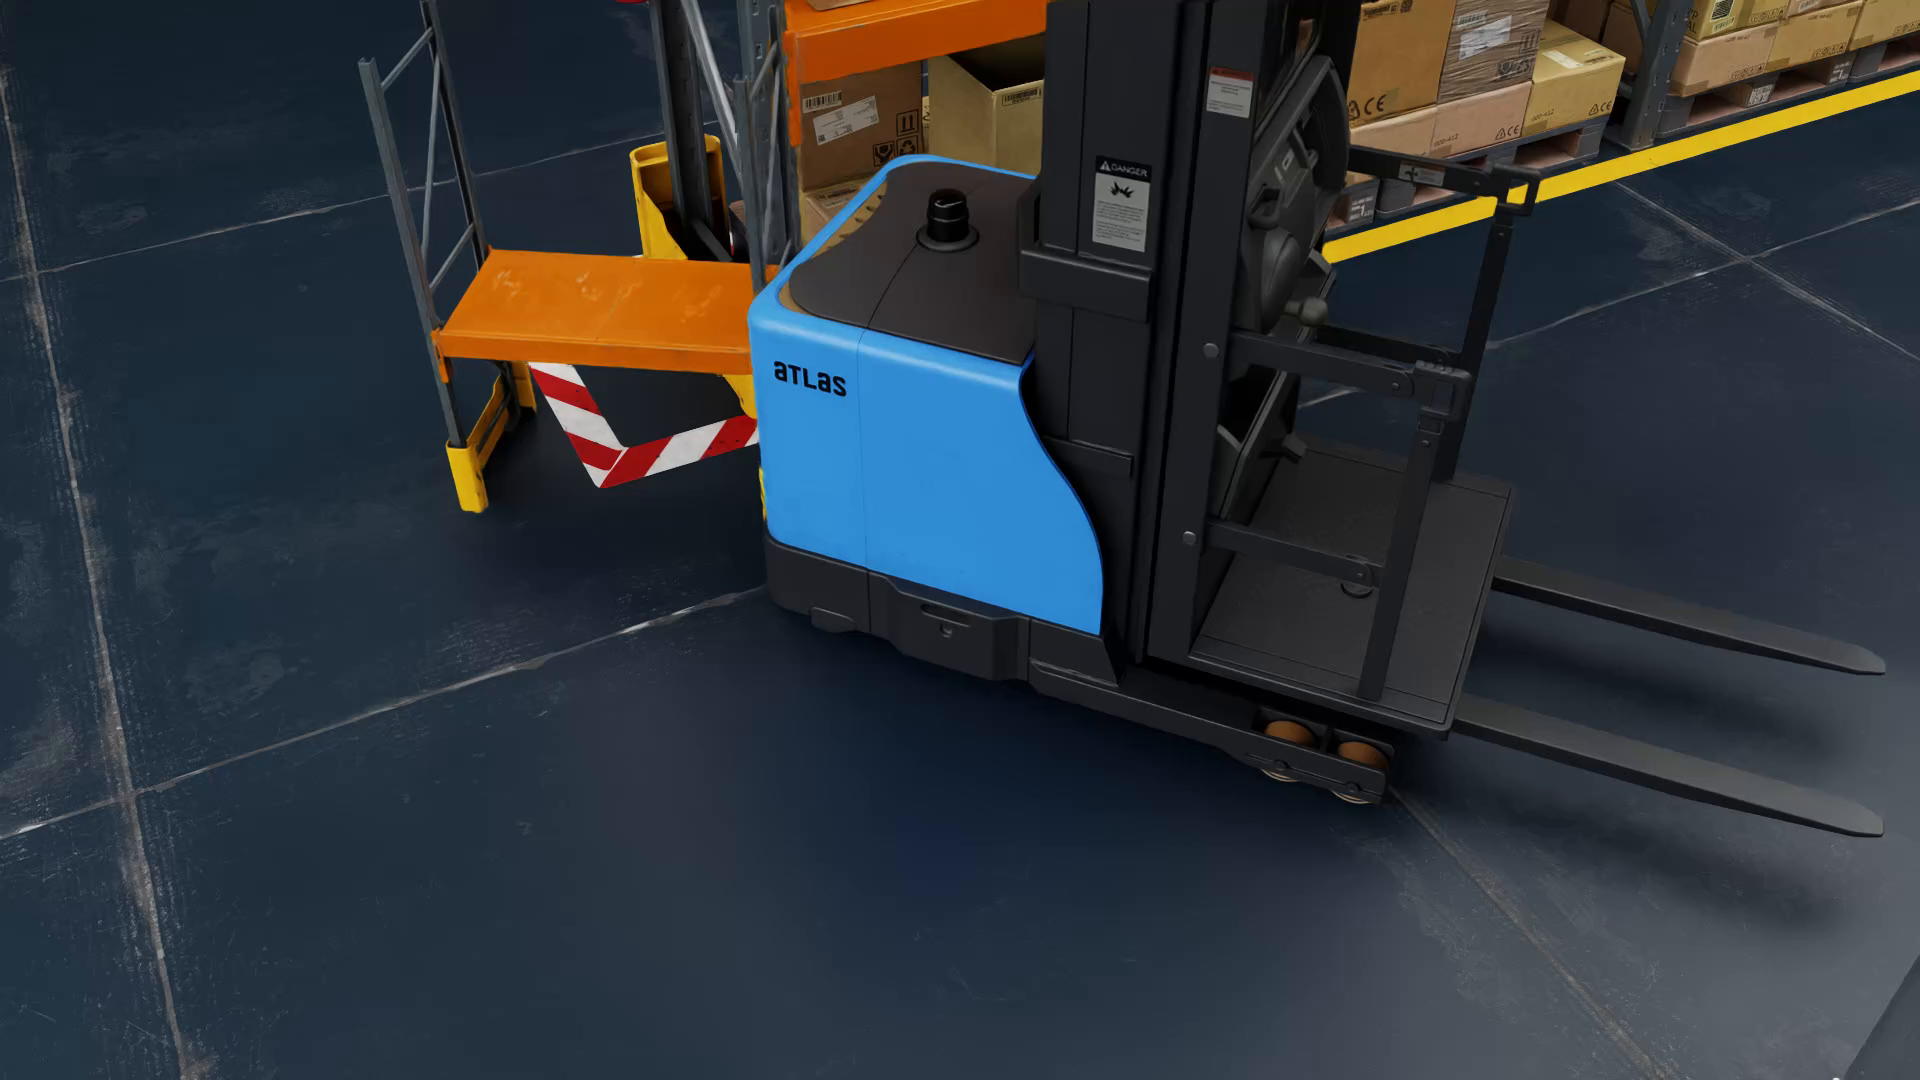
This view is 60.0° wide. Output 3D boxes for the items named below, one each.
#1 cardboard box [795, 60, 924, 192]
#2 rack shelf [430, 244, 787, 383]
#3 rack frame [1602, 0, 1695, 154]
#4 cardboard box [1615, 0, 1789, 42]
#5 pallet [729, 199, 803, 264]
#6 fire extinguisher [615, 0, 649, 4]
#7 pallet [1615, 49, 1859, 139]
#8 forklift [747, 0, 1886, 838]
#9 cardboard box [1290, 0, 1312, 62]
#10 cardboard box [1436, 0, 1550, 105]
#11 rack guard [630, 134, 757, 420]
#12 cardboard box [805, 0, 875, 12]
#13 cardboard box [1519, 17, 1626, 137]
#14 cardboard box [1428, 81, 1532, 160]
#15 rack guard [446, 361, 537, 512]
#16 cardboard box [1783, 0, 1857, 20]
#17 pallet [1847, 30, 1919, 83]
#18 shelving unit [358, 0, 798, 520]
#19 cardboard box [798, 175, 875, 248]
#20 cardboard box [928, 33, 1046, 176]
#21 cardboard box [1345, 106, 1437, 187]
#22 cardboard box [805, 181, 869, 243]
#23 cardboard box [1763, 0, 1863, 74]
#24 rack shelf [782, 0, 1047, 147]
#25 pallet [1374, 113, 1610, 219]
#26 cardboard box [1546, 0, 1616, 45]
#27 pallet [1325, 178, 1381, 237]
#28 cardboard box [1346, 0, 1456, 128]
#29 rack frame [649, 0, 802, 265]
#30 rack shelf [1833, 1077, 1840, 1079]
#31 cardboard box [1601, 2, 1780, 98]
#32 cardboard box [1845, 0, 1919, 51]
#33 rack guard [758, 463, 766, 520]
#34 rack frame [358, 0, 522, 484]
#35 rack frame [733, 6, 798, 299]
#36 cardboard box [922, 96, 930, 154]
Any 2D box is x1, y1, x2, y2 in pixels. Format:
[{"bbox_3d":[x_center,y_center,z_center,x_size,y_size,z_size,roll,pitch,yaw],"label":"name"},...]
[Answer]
[{"bbox_3d":[-0.465,-1.663,6.115,0.500,0.500,0.500,-19,44,-21],"label":"cardboard box"},{"bbox_3d":[-1.056,-0.682,5.173,1.000,0.185,0.538,4,40,5],"label":"rack shelf"},{"bbox_3d":[2.744,-3.129,6.625,0.127,3.000,1.000,-19,44,-21],"label":"rack frame"},{"bbox_3d":[3.226,-2.434,7.173,0.500,0.311,0.500,-18,44,-20],"label":"cardboard box"},{"bbox_3d":[-0.145,-1.123,6.413,1.213,0.211,1.003,-19,44,-21],"label":"pallet"},{"bbox_3d":[-1.123,-2.137,5.512,0.183,0.674,0.296,-19,44,-21],"label":"fire extinguisher"},{"bbox_3d":[3.379,-2.307,7.812,1.213,0.211,1.003,-19,44,-21],"label":"pallet"},{"bbox_3d":[0.992,-0.811,3.940,3.031,2.935,1.130,16,43,18],"label":"forklift"},{"bbox_3d":[1.106,-1.811,6.290,0.500,0.500,0.500,-19,44,-21],"label":"cardboard box"},{"bbox_3d":[1.985,-2.120,6.655,0.500,0.500,0.500,-19,44,-21],"label":"cardboard box"},{"bbox_3d":[-0.825,-0.974,6.014,0.348,0.500,1.175,-19,44,-21],"label":"rack guard"},{"bbox_3d":[-0.384,-2.105,5.338,0.500,0.500,0.700,-19,44,-21],"label":"cardboard box"},{"bbox_3d":[2.434,-1.976,7.066,0.500,0.250,0.500,-19,44,-21],"label":"cardboard box"},{"bbox_3d":[1.986,-1.833,6.896,0.500,0.250,0.500,-19,44,-21],"label":"cardboard box"},{"bbox_3d":[-1.542,-0.376,5.501,0.087,0.250,0.587,4,40,5],"label":"rack guard"},{"bbox_3d":[3.672,-2.581,7.346,0.500,0.311,0.500,-19,44,-21],"label":"cardboard box"},{"bbox_3d":[4.463,-2.674,8.245,1.213,0.211,1.003,-19,44,-21],"label":"pallet"},{"bbox_3d":[-1.047,-0.818,5.056,1.083,1.500,0.587,4,40,5],"label":"shelving unit"},{"bbox_3d":[-0.464,-1.375,6.356,0.500,0.250,0.500,-19,44,-21],"label":"cardboard box"},{"bbox_3d":[0.217,-1.515,5.941,0.500,0.500,0.500,-19,44,-21],"label":"cardboard box"},{"bbox_3d":[1.549,-1.675,6.710,0.500,0.250,0.500,-19,44,-21],"label":"cardboard box"},{"bbox_3d":[-0.225,-1.079,6.006,0.500,0.250,0.500,-19,44,-21],"label":"cardboard box"},{"bbox_3d":[3.670,-2.370,7.531,0.500,0.250,0.500,-18,43,-20],"label":"cardboard box"},{"bbox_3d":[0.970,-2.257,6.152,4.000,0.370,1.077,-19,44,-21],"label":"rack shelf"},{"bbox_3d":[2.019,-1.851,7.274,1.213,0.211,1.003,-19,44,-21],"label":"pallet"},{"bbox_3d":[2.978,-2.530,7.720,0.500,0.250,0.500,-19,44,-21],"label":"cardboard box"},{"bbox_3d":[0.936,-1.485,6.840,1.213,0.211,1.003,-19,44,-21],"label":"pallet"},{"bbox_3d":[1.543,-1.968,6.476,0.500,0.500,0.500,-19,44,-21],"label":"cardboard box"},{"bbox_3d":[-0.804,-1.935,5.214,0.127,3.000,1.000,-19,44,-21],"label":"rack frame"},{"bbox_3d":[3.255,0.582,2.798,4.000,0.370,1.077,-19,44,-21],"label":"rack shelf"},{"bbox_3d":[3.216,-2.218,7.352,0.500,0.250,0.500,-20,44,-22],"label":"cardboard box"},{"bbox_3d":[4.128,-2.526,7.716,0.500,0.250,0.500,-20,44,-22],"label":"cardboard box"},{"bbox_3d":[-0.552,-0.306,5.418,0.087,0.250,0.587,4,40,5],"label":"rack guard"},{"bbox_3d":[-1.562,-0.854,5.098,0.032,1.500,0.500,4,40,5],"label":"rack frame"},{"bbox_3d":[-0.551,-0.783,5.015,0.032,1.500,0.500,4,40,5],"label":"rack frame"},{"bbox_3d":[-0.027,-1.531,6.541,0.500,0.250,0.500,-19,44,-21],"label":"cardboard box"}]
